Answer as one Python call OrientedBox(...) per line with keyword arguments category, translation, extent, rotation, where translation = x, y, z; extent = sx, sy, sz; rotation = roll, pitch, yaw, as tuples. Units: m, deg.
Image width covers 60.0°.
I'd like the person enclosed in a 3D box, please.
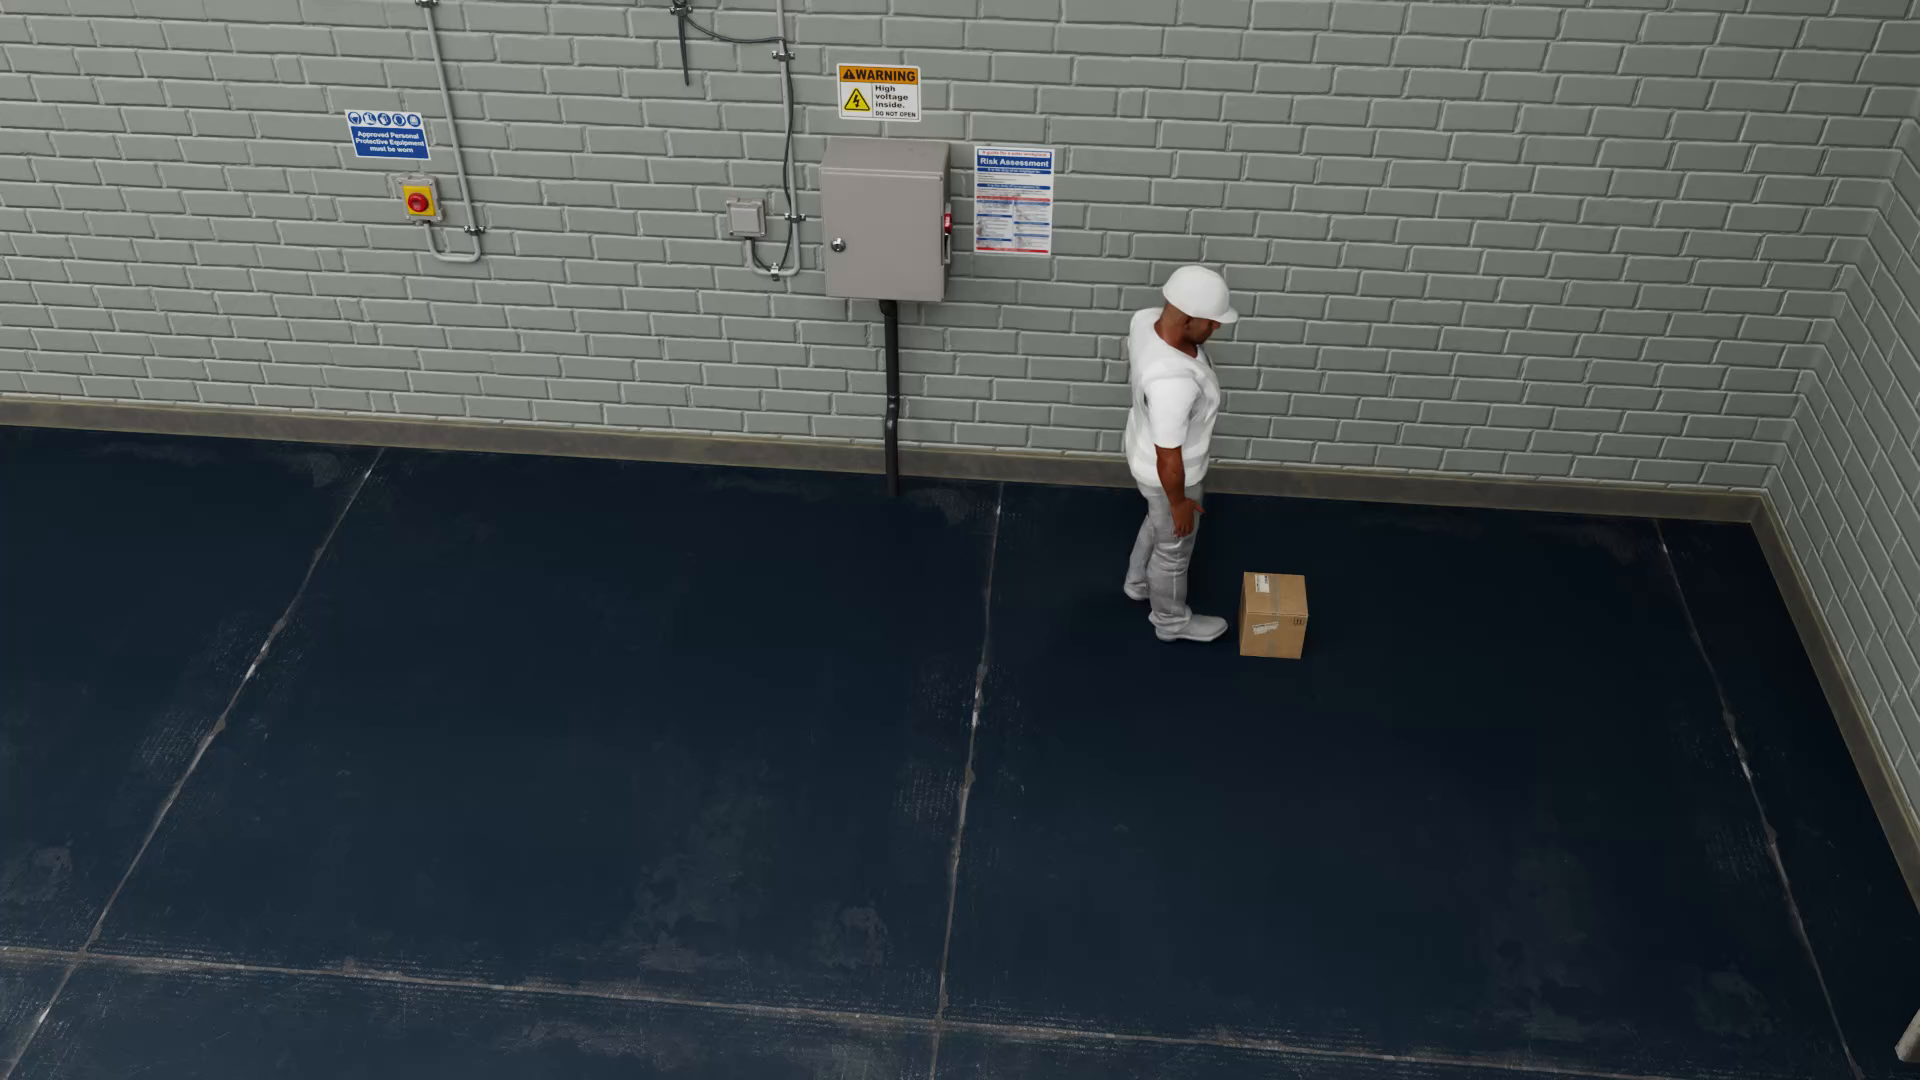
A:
OrientedBox(category="person", translation=(0.879, -0.288, 6.488), extent=(0.496, 1.819, 0.605), rotation=(-1, 40, -1))
